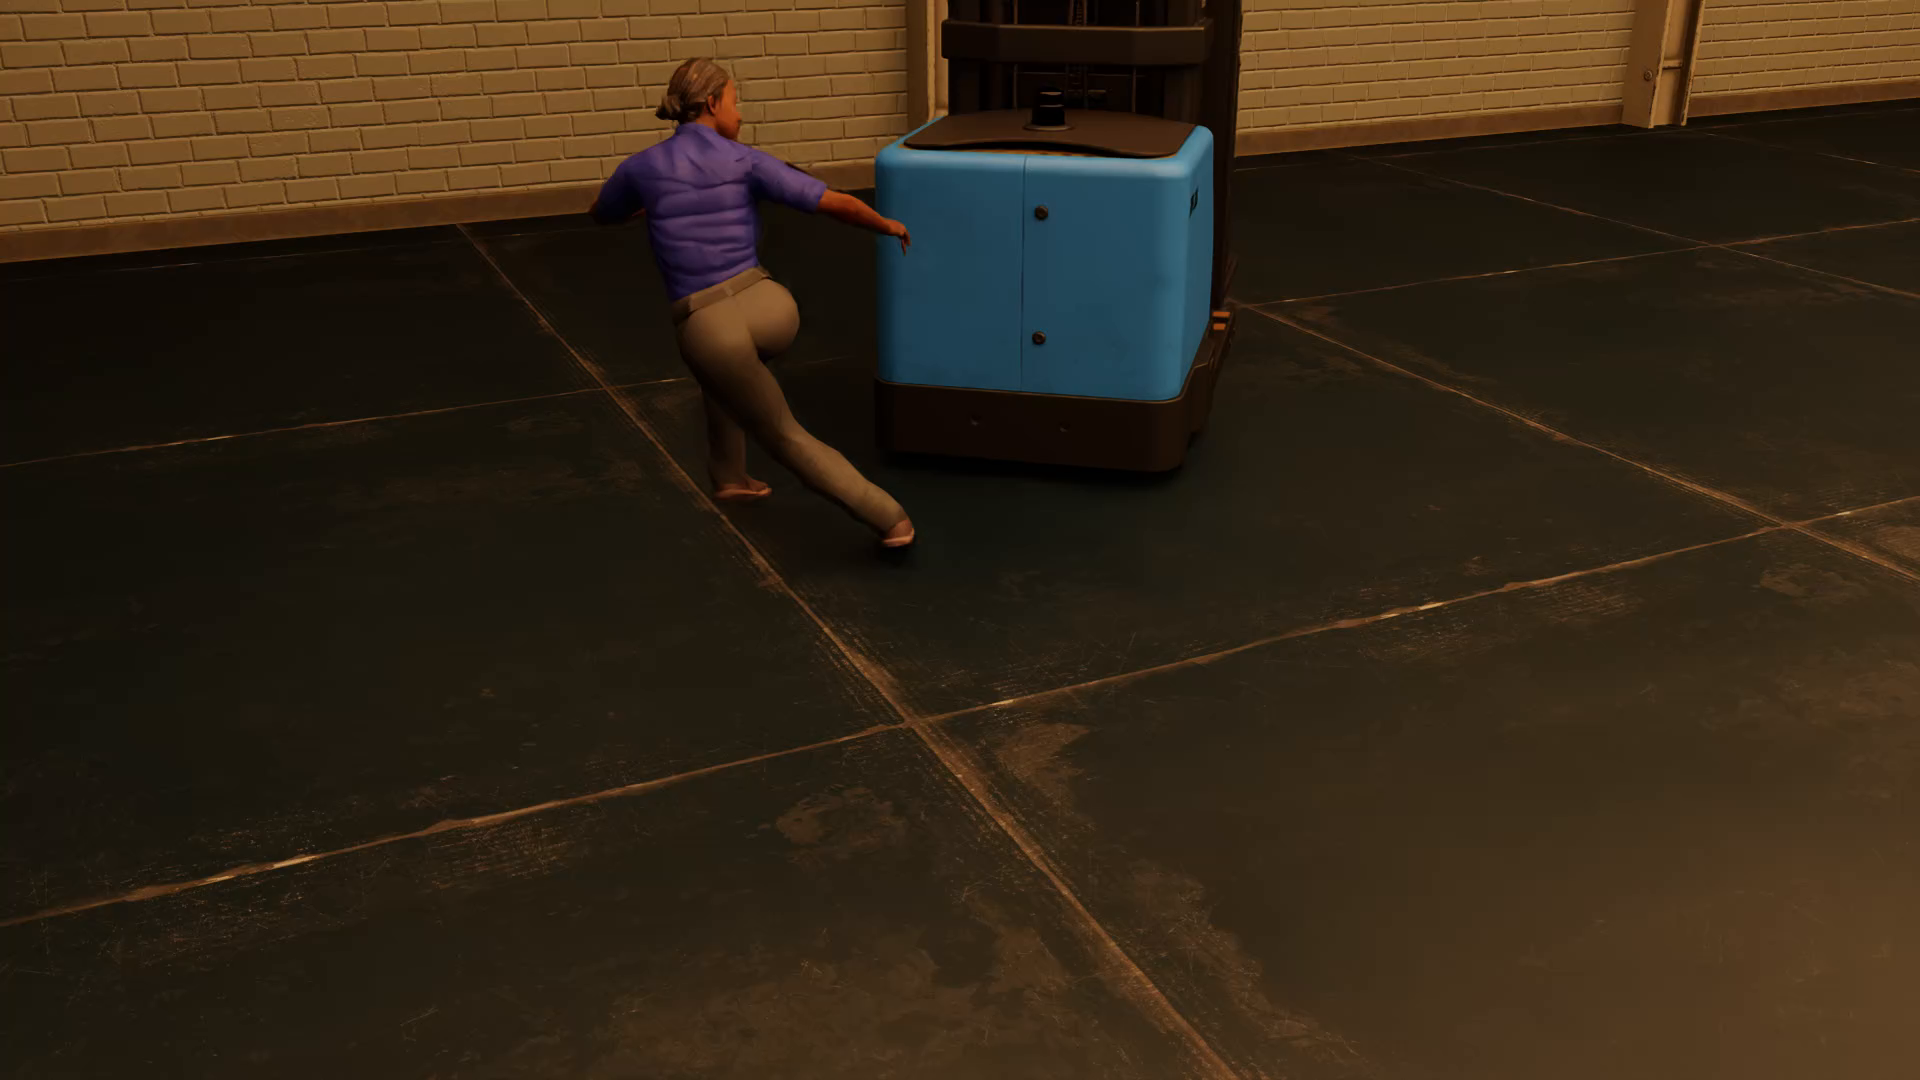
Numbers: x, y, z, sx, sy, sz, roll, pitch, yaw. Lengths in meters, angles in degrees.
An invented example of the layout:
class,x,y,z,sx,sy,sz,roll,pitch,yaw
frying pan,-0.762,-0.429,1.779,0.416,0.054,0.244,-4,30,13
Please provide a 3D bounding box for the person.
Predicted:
class,x,y,z,sx,sy,sz,roll,pitch,yaw
person,-0.588,-0.702,4.933,0.907,1.411,0.909,-8,24,-19

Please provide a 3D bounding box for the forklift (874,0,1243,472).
class,x,y,z,sx,sy,sz,roll,pitch,yaw
forklift,0.553,-2.112,6.370,1.130,2.935,3.031,5,23,13
